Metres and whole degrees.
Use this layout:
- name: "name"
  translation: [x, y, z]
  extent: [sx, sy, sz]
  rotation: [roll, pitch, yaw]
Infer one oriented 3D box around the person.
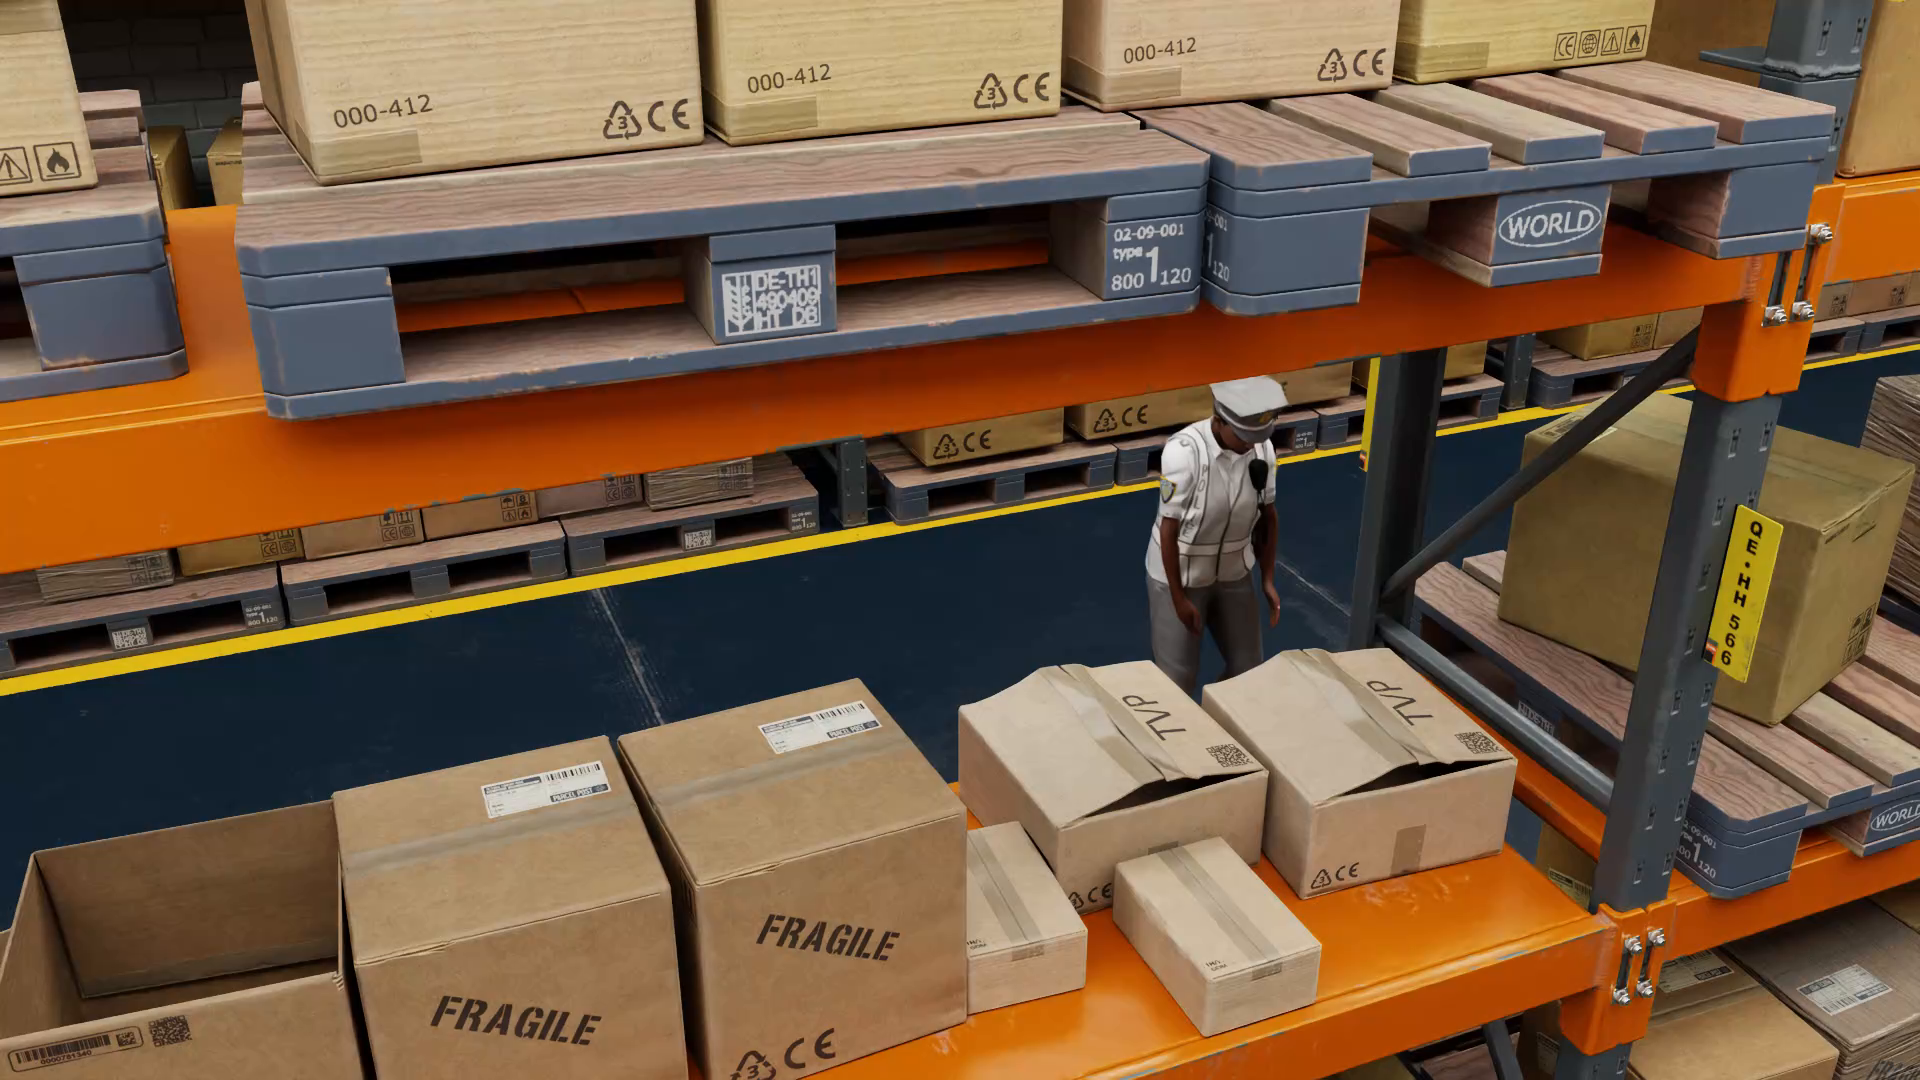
- name: "person"
  translation: [0.898, 0.160, 5.856]
  extent: [0.461, 1.615, 0.460]
  rotation: [-10, 28, -19]
